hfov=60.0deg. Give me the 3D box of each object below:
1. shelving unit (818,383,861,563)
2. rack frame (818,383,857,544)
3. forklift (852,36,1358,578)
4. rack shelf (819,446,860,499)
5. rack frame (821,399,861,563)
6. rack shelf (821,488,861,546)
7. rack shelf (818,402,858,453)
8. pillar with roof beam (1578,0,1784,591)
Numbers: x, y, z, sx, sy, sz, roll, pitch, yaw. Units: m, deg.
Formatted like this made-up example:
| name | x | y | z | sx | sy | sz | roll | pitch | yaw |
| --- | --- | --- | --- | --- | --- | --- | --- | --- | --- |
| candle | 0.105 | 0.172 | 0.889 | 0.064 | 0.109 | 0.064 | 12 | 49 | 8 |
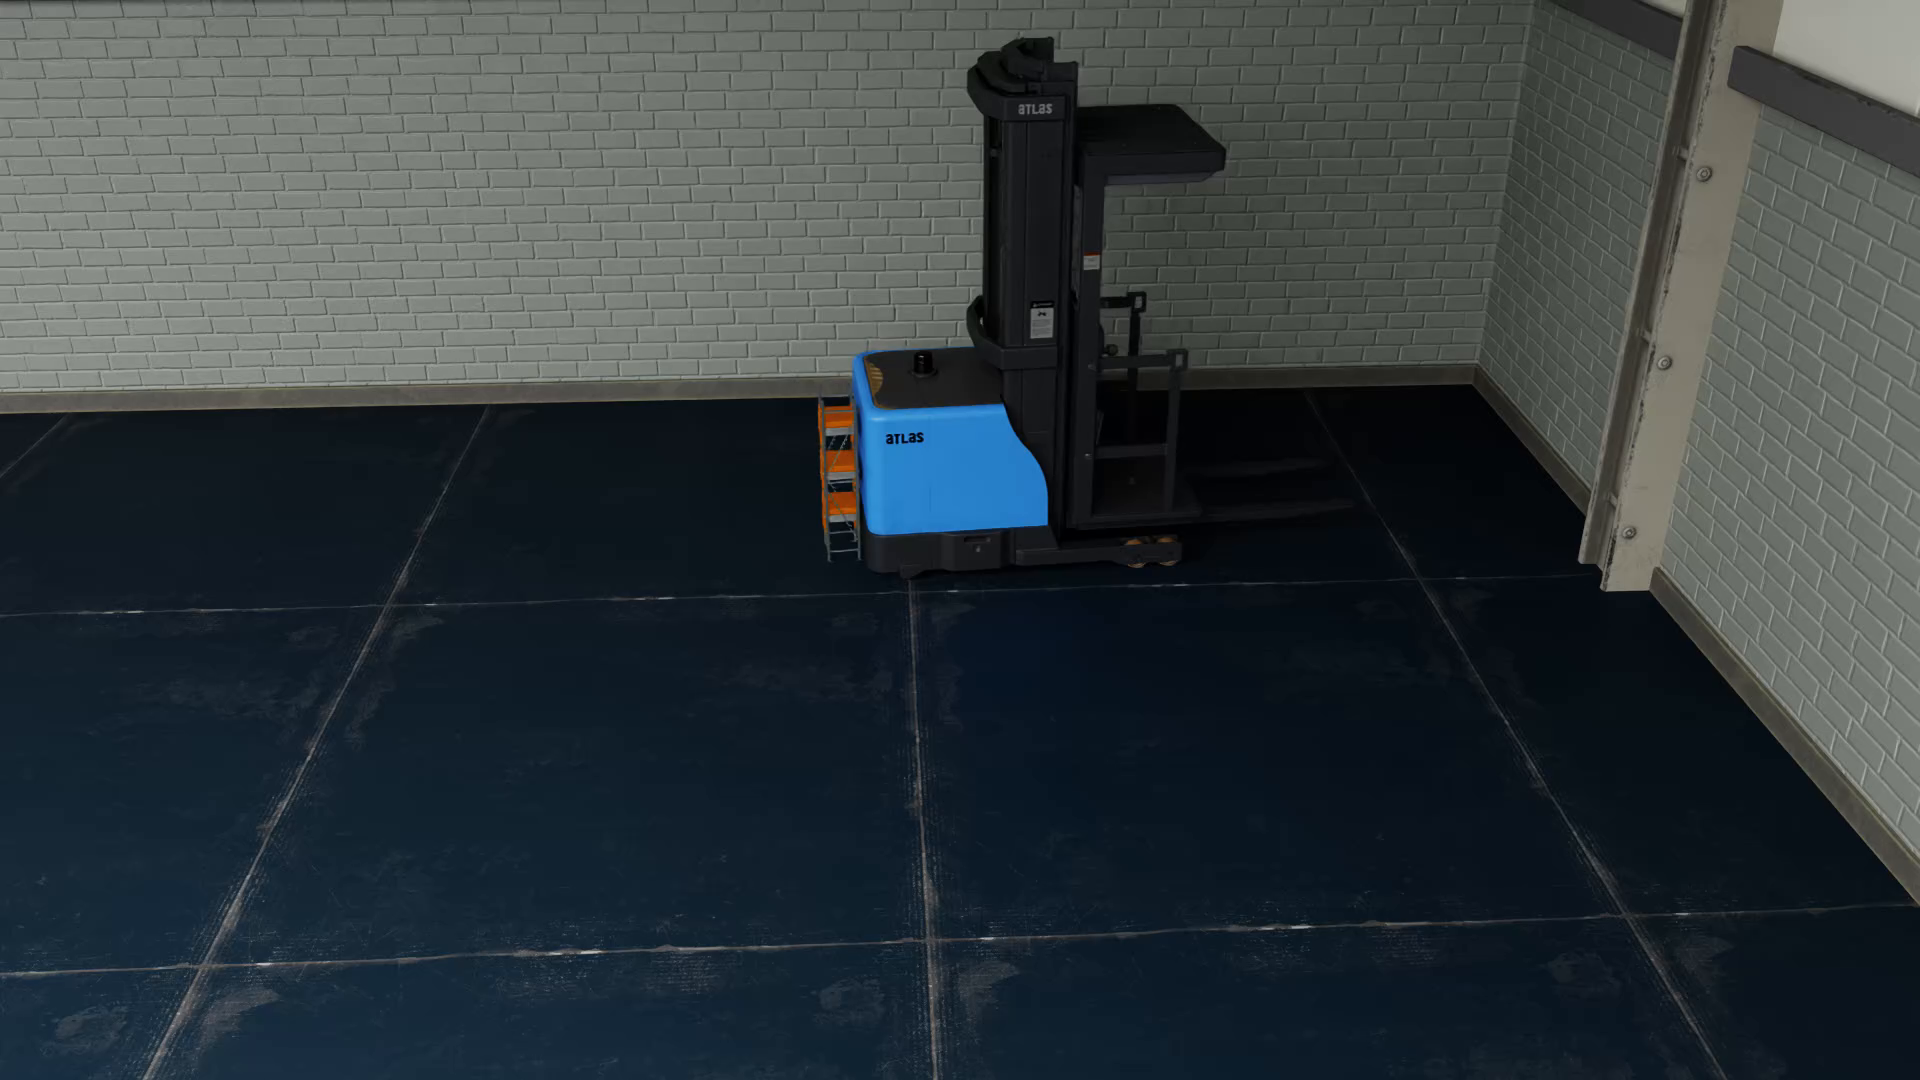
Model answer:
| name | x | y | z | sx | sy | sz | roll | pitch | yaw |
| --- | --- | --- | --- | --- | --- | --- | --- | --- | --- |
| shelving unit | -0.715 | -0.393 | 9.868 | 0.215 | 1.050 | 0.252 | -4 | 28 | -8 |
| rack frame | -0.734 | -0.449 | 9.975 | 0.200 | 1.050 | 0.008 | -4 | 28 | -8 |
| forklift | 0.892 | -1.373 | 9.712 | 3.031 | 2.935 | 1.130 | -4 | 28 | -7 |
| rack shelf | -0.715 | -0.384 | 9.873 | 0.215 | 0.259 | 0.240 | -4 | 28 | -8 |
| rack frame | -0.696 | -0.337 | 9.761 | 0.200 | 1.050 | 0.008 | -4 | 28 | -8 |
| rack shelf | -0.715 | -0.137 | 10.002 | 0.215 | 0.259 | 0.240 | -4 | 28 | -8 |
| rack shelf | -0.715 | -0.635 | 9.742 | 0.215 | 0.259 | 0.240 | -4 | 28 | -8 |
| pillar with roof beam | -0.412 | -3.683 | 7.580 | 9.100 | 9.000 | 0.400 | -1 | 28 | -3 |
